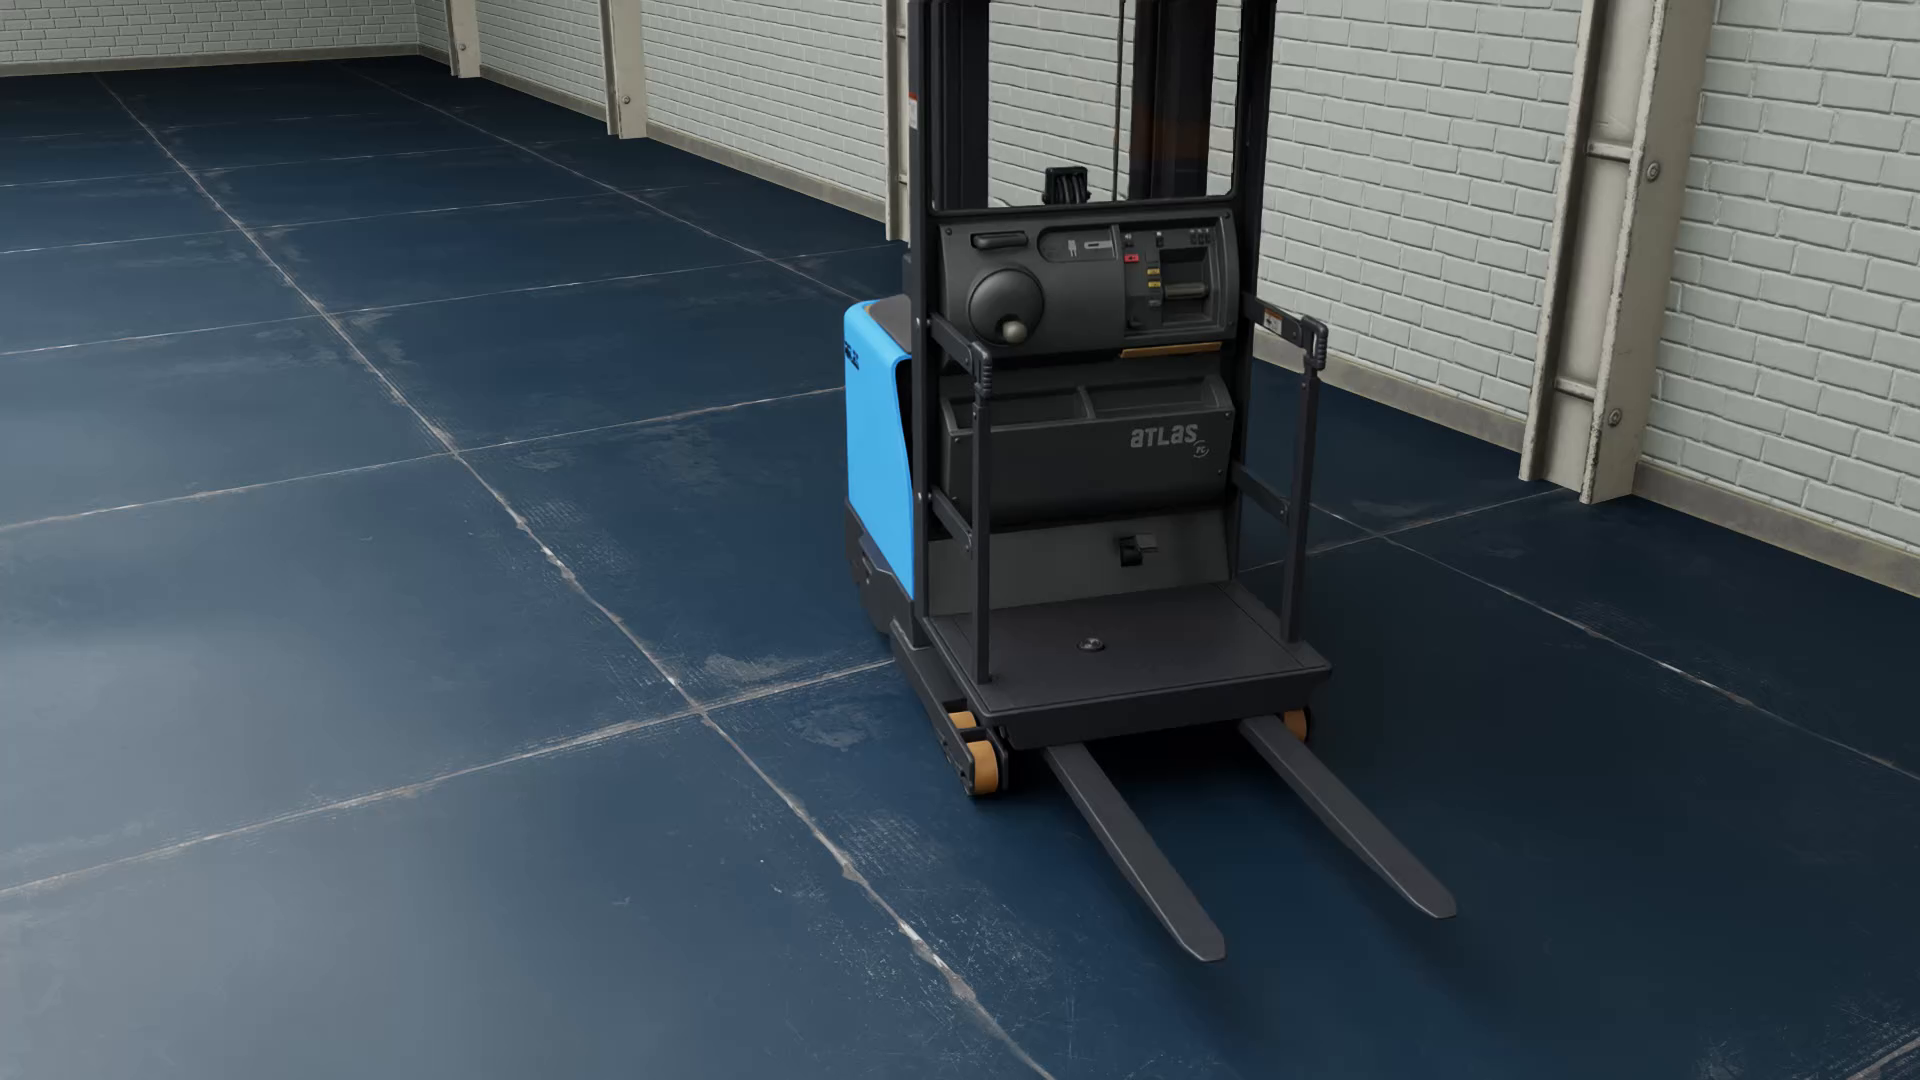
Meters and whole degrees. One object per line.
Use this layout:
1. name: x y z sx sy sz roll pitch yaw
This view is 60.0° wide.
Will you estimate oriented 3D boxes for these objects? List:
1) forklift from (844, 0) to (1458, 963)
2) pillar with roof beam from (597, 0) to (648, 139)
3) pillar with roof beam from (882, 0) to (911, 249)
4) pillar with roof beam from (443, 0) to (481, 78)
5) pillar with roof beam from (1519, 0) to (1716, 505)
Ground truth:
1. forklift: 0.459 -0.762 4.794 1.130 2.935 3.031 -6 23 -15
2. pillar with roof beam: -7.082 -7.471 13.242 9.100 9.000 0.400 -13 25 -28
3. pillar with roof beam: -4.017 -5.529 8.463 9.100 9.000 0.400 -13 25 -28
4. pillar with roof beam: -10.147 -9.413 18.020 9.100 9.000 0.400 -13 25 -28
5. pillar with roof beam: -0.952 -3.587 3.685 9.100 9.000 0.400 -13 25 -28
